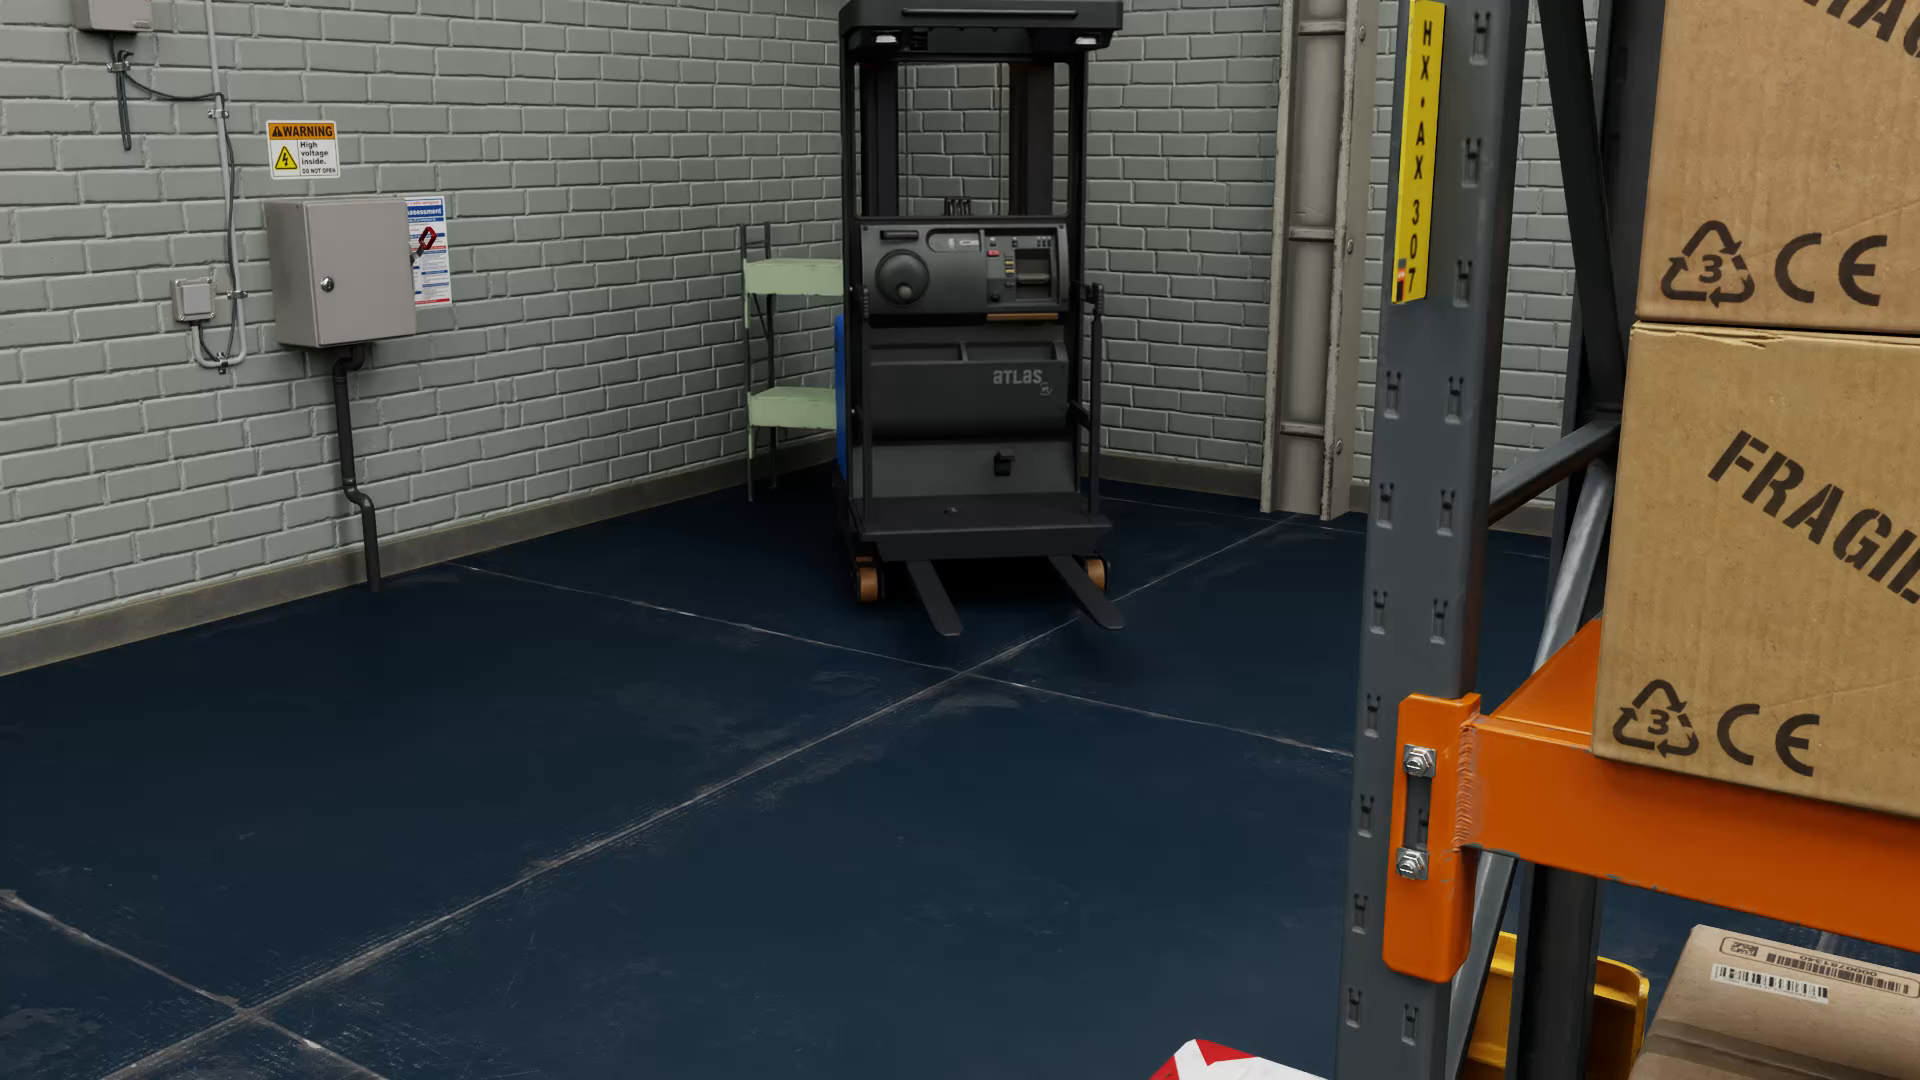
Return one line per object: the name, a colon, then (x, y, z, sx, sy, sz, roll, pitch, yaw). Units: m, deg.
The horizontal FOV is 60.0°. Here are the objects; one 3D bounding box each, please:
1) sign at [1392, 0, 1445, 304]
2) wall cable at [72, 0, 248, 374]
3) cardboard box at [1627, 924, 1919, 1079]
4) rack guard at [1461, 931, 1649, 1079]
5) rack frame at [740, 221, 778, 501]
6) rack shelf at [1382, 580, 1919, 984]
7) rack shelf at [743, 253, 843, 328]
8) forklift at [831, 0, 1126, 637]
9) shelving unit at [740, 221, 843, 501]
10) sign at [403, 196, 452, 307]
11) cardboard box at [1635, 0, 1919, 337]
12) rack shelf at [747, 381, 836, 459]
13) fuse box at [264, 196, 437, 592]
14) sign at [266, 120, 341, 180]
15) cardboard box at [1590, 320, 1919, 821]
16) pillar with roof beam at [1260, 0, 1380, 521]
sign: (0.512, -0.431, 1.857, 0.005, 0.325, 0.100, 9, 17, 33)
wall cable: (-3.083, -1.612, 6.477, 0.122, 1.984, 0.588, 9, 17, 33)
cardboard box: (1.430, 1.026, 2.395, 0.875, 0.438, 0.875, 9, 16, 31)
rack guard: (0.807, 1.127, 2.728, 0.348, 0.500, 1.175, 9, 17, 33)
rack frame: (-1.111, -0.990, 9.199, 0.023, 1.500, 0.400, 4, 14, 14)
rack shelf: (2.486, 0.535, 1.418, 4.000, 0.370, 1.077, 9, 17, 33)
rack shelf: (-0.756, -1.346, 9.016, 0.720, 0.370, 0.431, 4, 14, 14)
forklift: (0.055, -1.233, 7.203, 1.130, 2.935, 3.031, -2, 14, -8)
shelving unit: (-0.756, -0.967, 9.110, 0.755, 1.500, 0.431, 4, 14, 14)
sign: (-2.468, -1.314, 7.585, 0.001, 0.494, 0.329, 9, 17, 33)
cardboard box: (1.066, -0.495, 1.793, 0.500, 0.500, 0.500, 9, 16, 32)
rack shelf: (-0.756, -0.651, 9.188, 0.720, 0.370, 0.431, 4, 14, 14)
fuse box: (-2.572, -0.608, 7.219, 0.414, 1.711, 0.539, 9, 17, 33)
sign: (-2.775, -1.651, 7.032, 0.001, 0.242, 0.339, 9, 17, 33)
cardboard box: (1.065, -0.010, 1.911, 0.500, 0.500, 0.500, 9, 17, 32)
pillar with roof beam: (-0.543, -3.668, 4.413, 0.400, 9.000, 9.100, 9, 17, 33)
